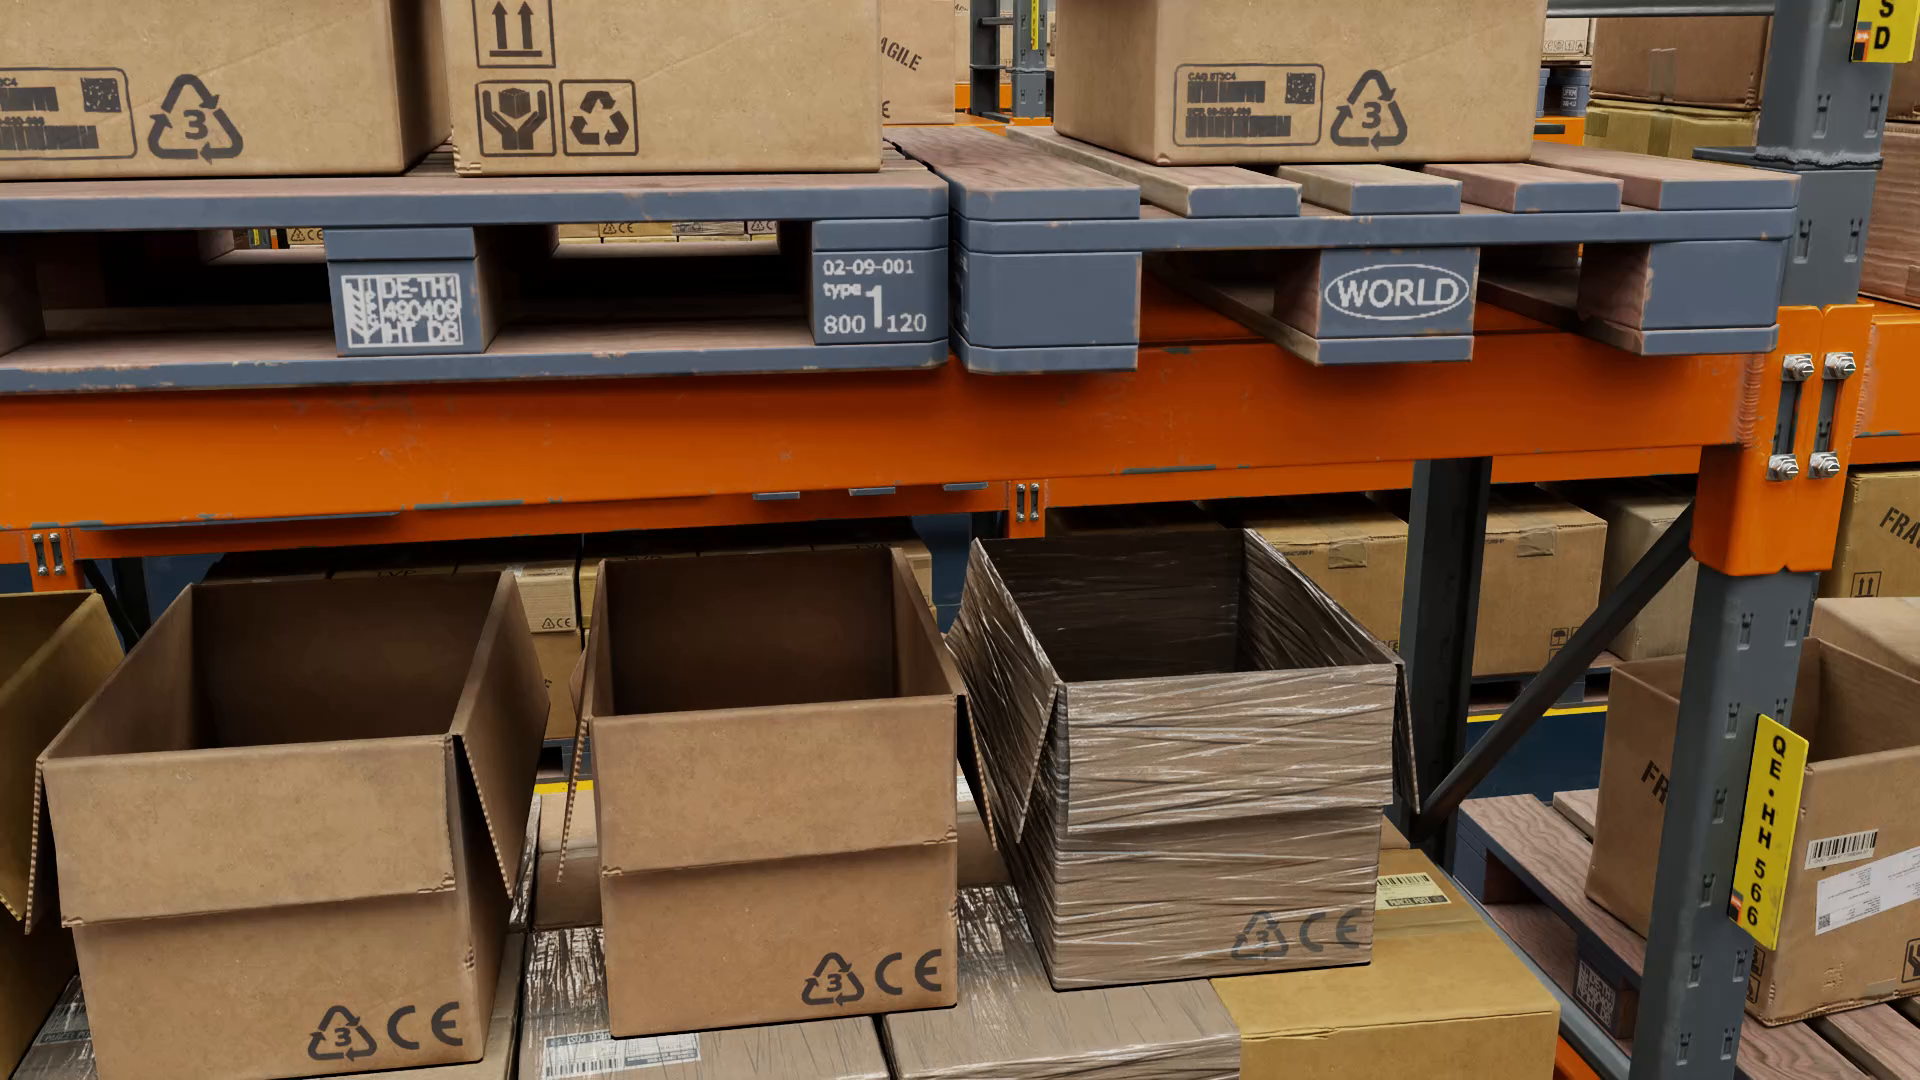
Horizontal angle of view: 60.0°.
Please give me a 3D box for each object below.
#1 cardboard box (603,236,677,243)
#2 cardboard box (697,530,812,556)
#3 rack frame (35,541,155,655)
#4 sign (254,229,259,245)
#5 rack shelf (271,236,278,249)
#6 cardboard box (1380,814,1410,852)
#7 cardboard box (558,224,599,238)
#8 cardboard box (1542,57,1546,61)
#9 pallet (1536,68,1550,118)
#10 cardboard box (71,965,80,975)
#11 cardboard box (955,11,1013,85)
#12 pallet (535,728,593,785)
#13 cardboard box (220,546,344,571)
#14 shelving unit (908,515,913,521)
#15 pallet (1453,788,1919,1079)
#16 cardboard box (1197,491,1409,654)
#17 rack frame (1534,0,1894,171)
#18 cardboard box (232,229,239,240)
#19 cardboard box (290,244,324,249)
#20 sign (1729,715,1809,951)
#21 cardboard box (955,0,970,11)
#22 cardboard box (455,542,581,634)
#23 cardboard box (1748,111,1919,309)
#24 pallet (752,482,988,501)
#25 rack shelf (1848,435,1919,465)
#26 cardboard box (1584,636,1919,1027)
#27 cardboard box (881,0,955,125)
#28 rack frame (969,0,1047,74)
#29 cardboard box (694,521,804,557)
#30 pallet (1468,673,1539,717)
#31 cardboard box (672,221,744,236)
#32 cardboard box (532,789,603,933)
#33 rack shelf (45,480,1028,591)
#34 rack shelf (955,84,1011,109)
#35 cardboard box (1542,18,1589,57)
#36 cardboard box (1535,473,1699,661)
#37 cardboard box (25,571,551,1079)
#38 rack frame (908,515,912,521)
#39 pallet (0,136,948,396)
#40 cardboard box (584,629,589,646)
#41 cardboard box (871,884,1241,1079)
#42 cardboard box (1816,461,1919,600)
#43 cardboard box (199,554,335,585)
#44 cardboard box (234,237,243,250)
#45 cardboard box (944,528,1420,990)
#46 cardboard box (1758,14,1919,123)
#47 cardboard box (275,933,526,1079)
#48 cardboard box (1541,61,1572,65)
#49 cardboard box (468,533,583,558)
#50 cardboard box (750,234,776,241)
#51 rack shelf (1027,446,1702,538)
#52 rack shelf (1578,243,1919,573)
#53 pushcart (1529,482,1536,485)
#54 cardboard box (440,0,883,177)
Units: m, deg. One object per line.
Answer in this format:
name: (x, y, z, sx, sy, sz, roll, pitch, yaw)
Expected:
cardboard box: (-2.266, -2.049, 11.776, 0.500, 0.250, 0.500, -4, 17, -12)
cardboard box: (-0.915, 0.157, 7.458, 0.500, 0.250, 0.500, -3, 17, -10)
rack frame: (-3.727, -0.401, 7.010, 0.127, 3.000, 1.000, -3, 17, -10)
sign: (-4.658, -2.114, 10.978, 0.005, 0.325, 0.100, -3, 17, -10)
rack shelf: (-7.674, -2.798, 16.038, 4.000, 0.370, 1.077, -3, 17, -10)
cardboard box: (0.514, 0.712, 3.214, 0.500, 0.500, 0.500, -3, 17, -9)
cardboard box: (-2.785, -2.384, 11.592, 0.500, 0.500, 0.500, -4, 17, -11)
cardboard box: (4.079, -3.750, 12.551, 0.500, 0.250, 0.500, -3, 17, -11)
pallet: (1.920, -2.082, 7.694, 1.213, 0.211, 1.003, -2, 17, -8)
cardboard box: (-1.479, 0.825, 2.847, 0.500, 0.500, 0.500, -3, 17, -11)
cardboard box: (0.095, -3.577, 12.070, 0.500, 0.500, 0.700, -3, 17, -10)
pallet: (-1.762, 0.819, 7.786, 1.213, 0.211, 1.003, -3, 17, -10)
cardboard box: (-3.043, 0.120, 7.577, 0.500, 0.250, 0.500, -4, 17, -12)
shelving unit: (0.007, -0.717, 10.593, 0.755, 1.500, 0.431, -3, 17, -10)
pallet: (1.722, 0.833, 3.319, 1.003, 0.211, 1.213, -3, 17, -10)
cardboard box: (1.674, 0.193, 8.191, 0.750, 0.750, 1.050, -3, 17, -10)
rack frame: (1.043, -2.056, 2.181, 0.127, 3.000, 1.000, -3, 17, -10)
cardboard box: (-5.176, -2.243, 11.131, 0.500, 0.500, 0.500, -3, 17, -11)
cardboard box: (-4.279, -1.933, 11.401, 0.500, 0.250, 0.500, -4, 17, -12)
sign: (1.151, 0.418, 2.371, 0.005, 0.325, 0.100, -3, 17, -10)
cardboard box: (-0.026, -5.233, 16.576, 0.500, 0.500, 0.500, -3, 17, -9)
cardboard box: (-1.927, 0.212, 7.278, 0.500, 0.250, 0.500, -3, 17, -8)
cardboard box: (1.552, -0.504, 2.489, 0.500, 0.250, 0.500, -3, 17, -9)
pallet: (-0.479, -0.462, 7.534, 1.003, 0.211, 1.213, -3, 17, -10)
rack shelf: (6.092, -0.614, 8.929, 4.000, 0.370, 1.077, -3, 17, -10)
cardboard box: (1.565, 0.521, 3.121, 0.500, 0.500, 0.500, -5, 18, -17)
cardboard box: (-0.312, -2.001, 6.938, 0.500, 0.500, 0.500, -3, 17, -10)
rack frame: (0.201, -3.492, 6.854, 0.127, 3.000, 1.000, -3, 17, -10)
cardboard box: (-1.020, 0.008, 7.940, 0.500, 0.250, 0.500, -3, 17, -11)
pallet: (2.185, 0.620, 8.435, 1.213, 0.211, 1.003, -3, 17, -10)
cardboard box: (-1.798, -2.436, 11.761, 0.500, 0.500, 0.500, -3, 17, -9)
cardboard box: (-0.495, 0.771, 3.022, 0.500, 0.500, 0.500, -4, 17, -11)
rack shelf: (-1.763, -0.169, 7.478, 4.000, 0.370, 1.077, -3, 17, -10)
rack shelf: (1.126, -3.247, 12.391, 4.000, 0.370, 1.077, -3, 17, -10)
cardboard box: (2.449, -2.326, 7.432, 0.500, 0.311, 0.500, -4, 17, -12)
cardboard box: (3.536, 0.088, 8.532, 0.750, 0.750, 1.050, -3, 17, -11)
cardboard box: (-0.976, 0.395, 2.539, 0.637, 0.503, 0.797, -3, 17, -9)
rack frame: (-0.353, -0.697, 10.526, 0.023, 1.500, 0.400, -3, 17, -10)
pallet: (-0.677, -0.418, 2.277, 1.213, 0.211, 1.003, -2, 17, -8)
cardboard box: (-1.422, 0.544, 7.474, 0.500, 0.500, 0.500, -4, 18, -13)
cardboard box: (0.114, 0.889, 2.640, 0.500, 0.500, 0.500, -3, 17, -11)
cardboard box: (4.759, -0.047, 8.759, 0.875, 0.875, 0.875, -3, 17, -10)
cardboard box: (-2.951, 0.269, 7.091, 0.500, 0.250, 0.500, -4, 18, -13)
cardboard box: (-5.172, -1.771, 11.299, 0.500, 0.500, 0.500, -3, 17, -10)
cardboard box: (0.322, 0.320, 2.782, 0.637, 0.503, 0.797, -3, 17, -9)
cardboard box: (1.553, -0.861, 2.377, 0.500, 0.500, 0.500, -3, 17, -10)
cardboard box: (-0.895, 0.946, 2.451, 0.500, 0.500, 0.500, -3, 17, -9)
cardboard box: (4.450, -3.587, 12.701, 0.250, 0.149, 0.380, -4, 17, -12)
cardboard box: (-2.020, 0.062, 7.767, 0.500, 0.250, 0.500, -4, 18, -13)
cardboard box: (-1.265, -2.113, 11.985, 0.500, 0.250, 0.500, -3, 17, -11)
rack shelf: (2.165, -0.392, 8.203, 4.000, 0.370, 1.077, -3, 17, -10)
rack shelf: (3.006, -0.390, 3.089, 4.000, 0.370, 1.077, -3, 17, -10)
pushcart: (3.572, -0.360, 11.342, 0.936, 0.377, 1.648, -10, 20, -29)
cardboard box: (-0.373, -0.743, 2.127, 0.500, 0.500, 0.500, -2, 17, -7)
